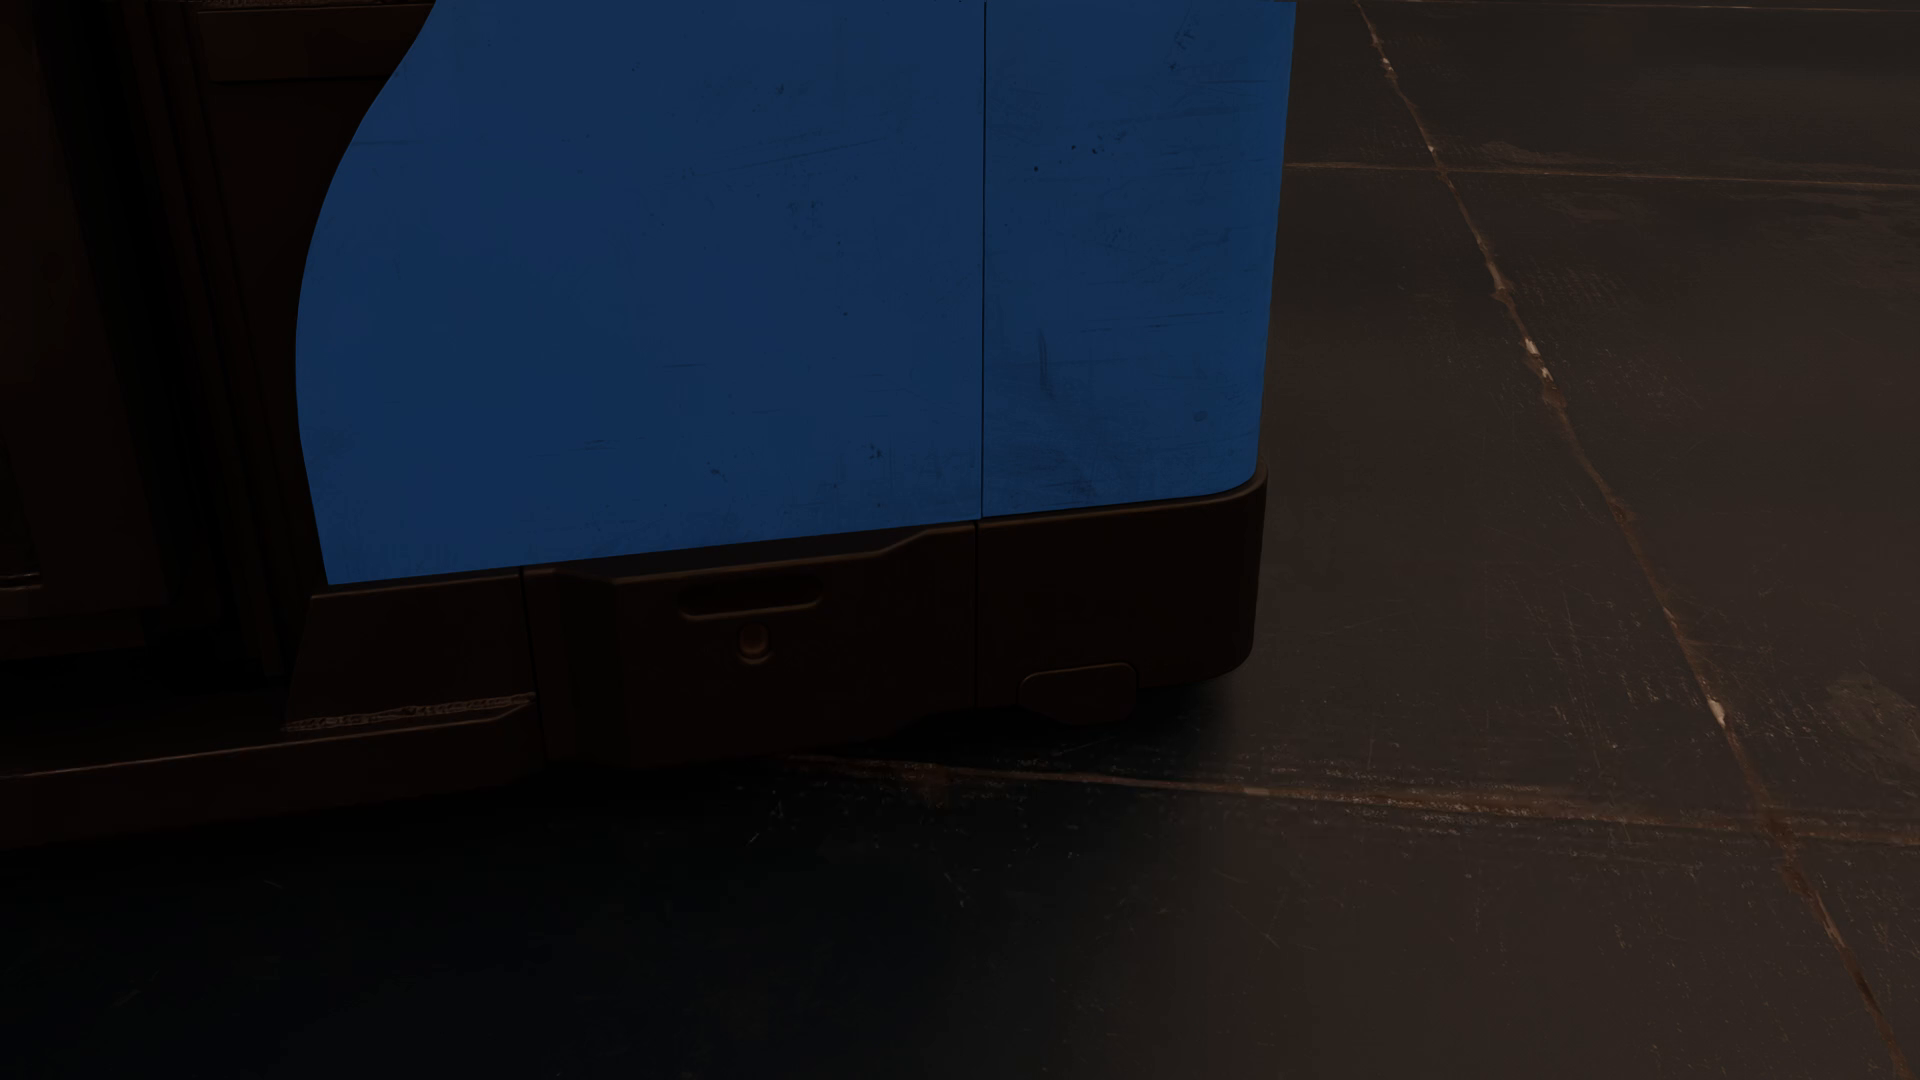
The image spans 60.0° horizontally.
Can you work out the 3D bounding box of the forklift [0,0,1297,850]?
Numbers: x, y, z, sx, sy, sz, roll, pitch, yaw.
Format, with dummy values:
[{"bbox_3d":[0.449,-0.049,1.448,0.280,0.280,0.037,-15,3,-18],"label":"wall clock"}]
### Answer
[{"bbox_3d":[-1.207,-1.162,1.545,3.031,2.935,1.130,-6,27,-12],"label":"forklift"}]
